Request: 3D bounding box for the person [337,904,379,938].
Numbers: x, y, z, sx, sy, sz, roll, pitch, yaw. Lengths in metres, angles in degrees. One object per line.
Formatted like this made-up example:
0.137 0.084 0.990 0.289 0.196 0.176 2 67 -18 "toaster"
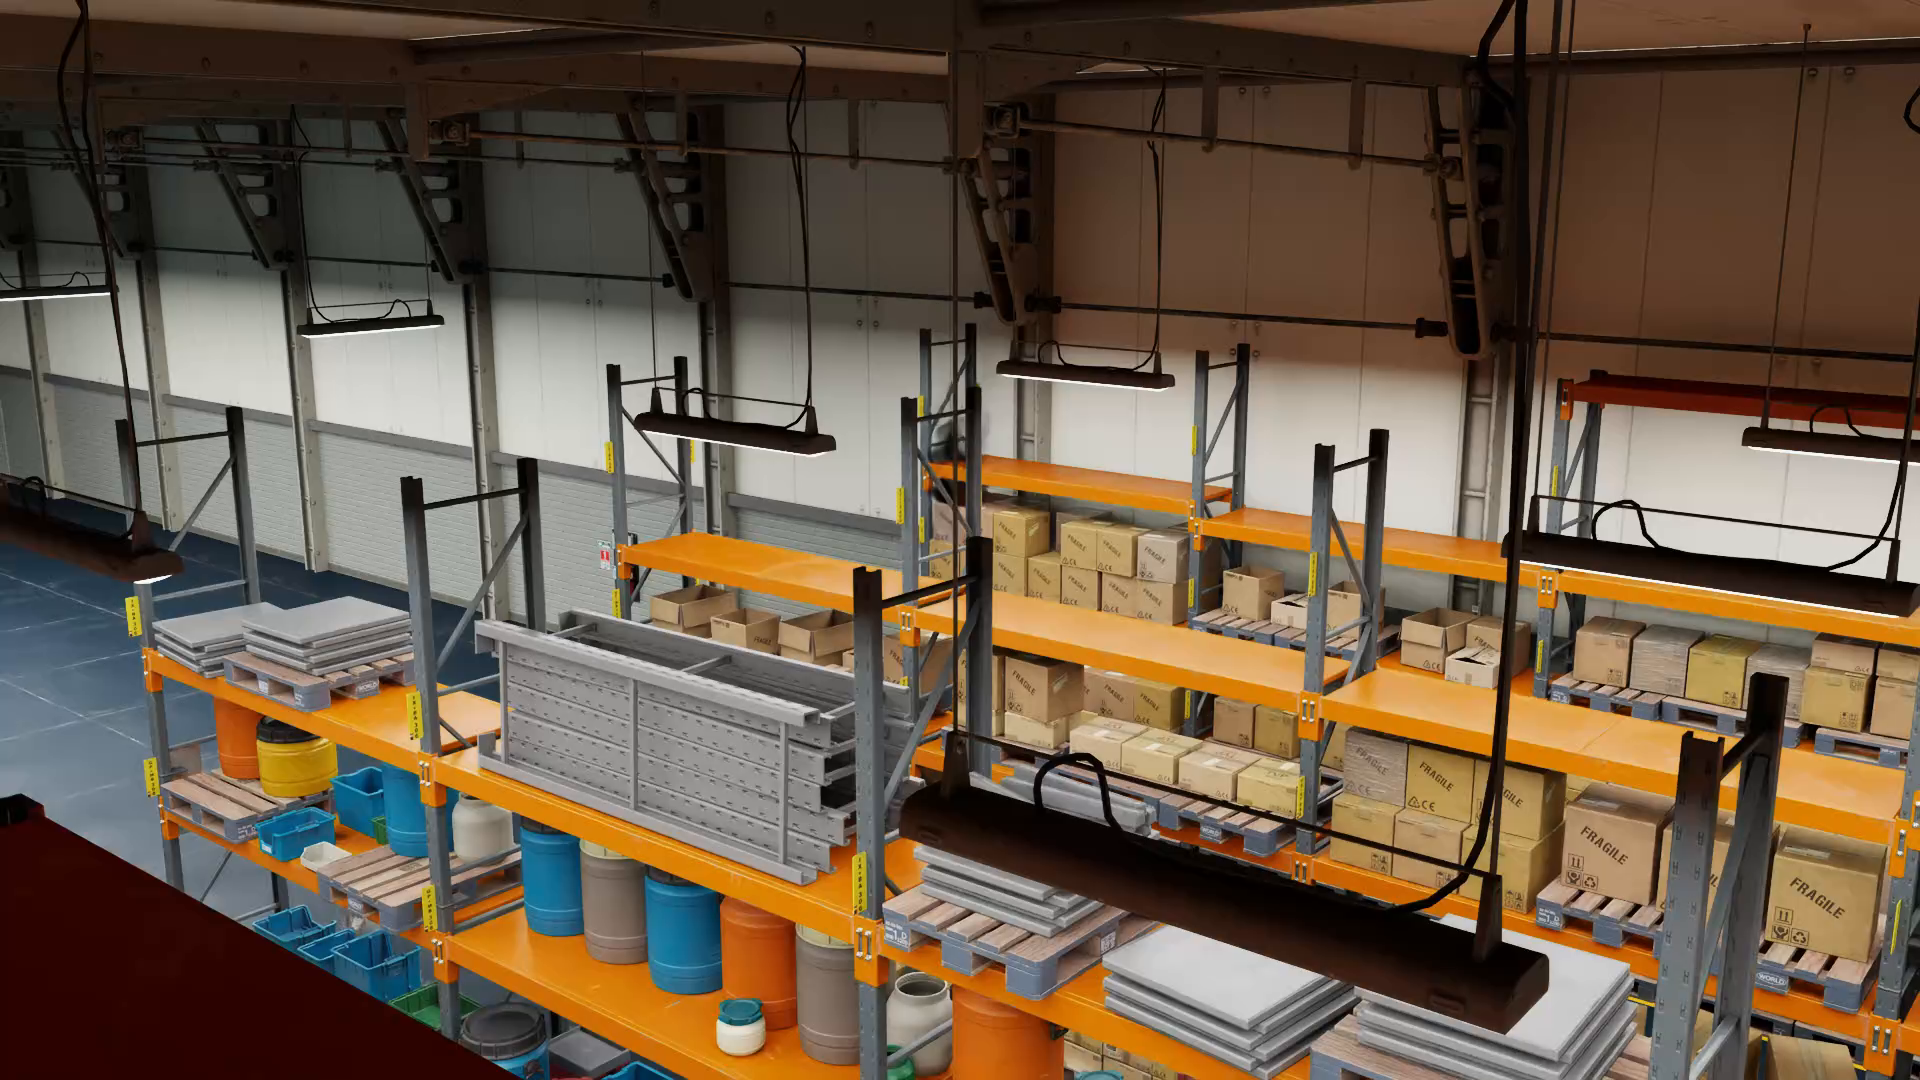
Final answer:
-5.762 3.780 15.977 0.615 1.587 0.601 2 13 10 "person"
